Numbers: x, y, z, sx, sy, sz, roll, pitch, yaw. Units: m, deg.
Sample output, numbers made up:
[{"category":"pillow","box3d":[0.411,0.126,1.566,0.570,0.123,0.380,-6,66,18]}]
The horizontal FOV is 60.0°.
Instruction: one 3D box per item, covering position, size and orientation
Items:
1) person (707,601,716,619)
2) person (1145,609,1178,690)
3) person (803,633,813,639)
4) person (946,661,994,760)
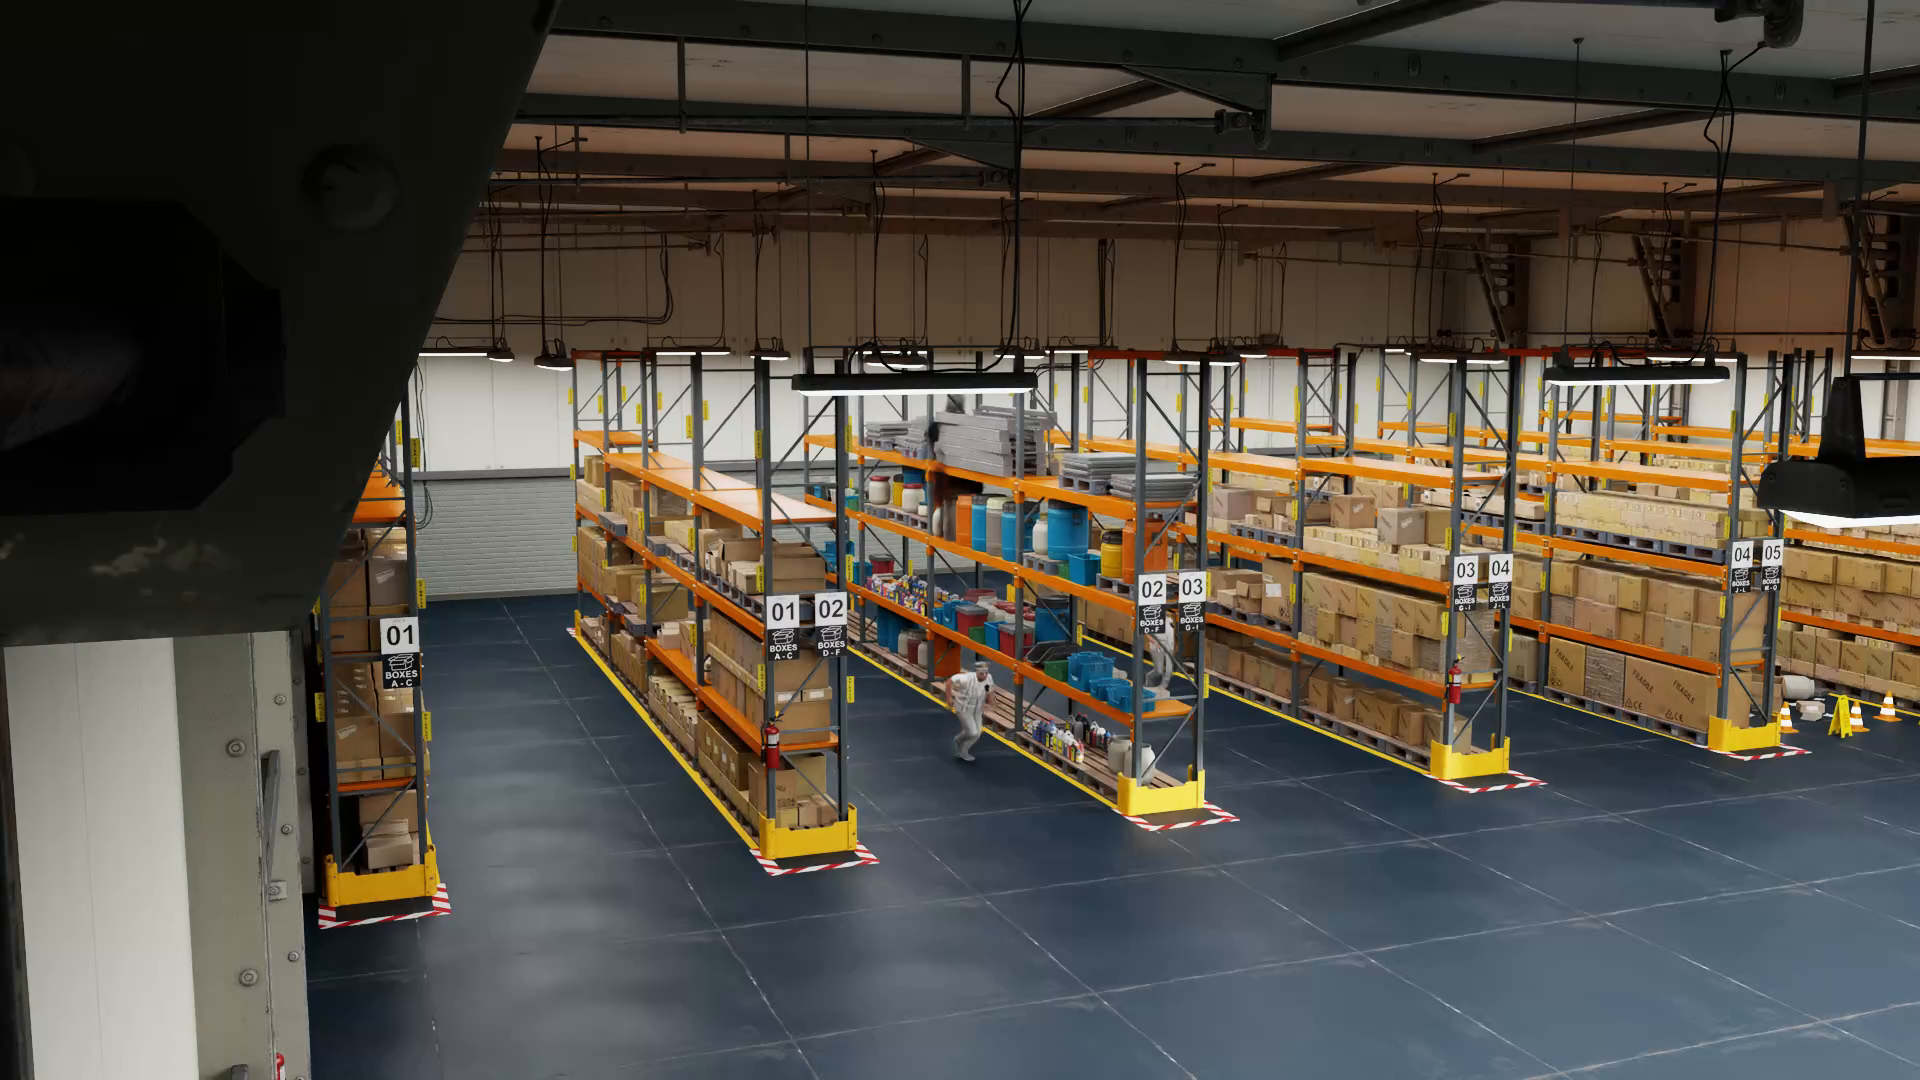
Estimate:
[{"category":"person","box3d":[-5.220,1.244,34.570,0.603,1.630,0.697,-4,8,-31]},{"category":"person","box3d":[3.528,1.921,29.115,0.595,1.609,0.560,-3,8,-23]},{"category":"person","box3d":[-3.025,1.512,32.437,0.587,1.646,0.704,-1,7,-11]},{"category":"person","box3d":[0.149,2.524,24.446,0.694,1.571,0.882,-4,8,-32]}]
